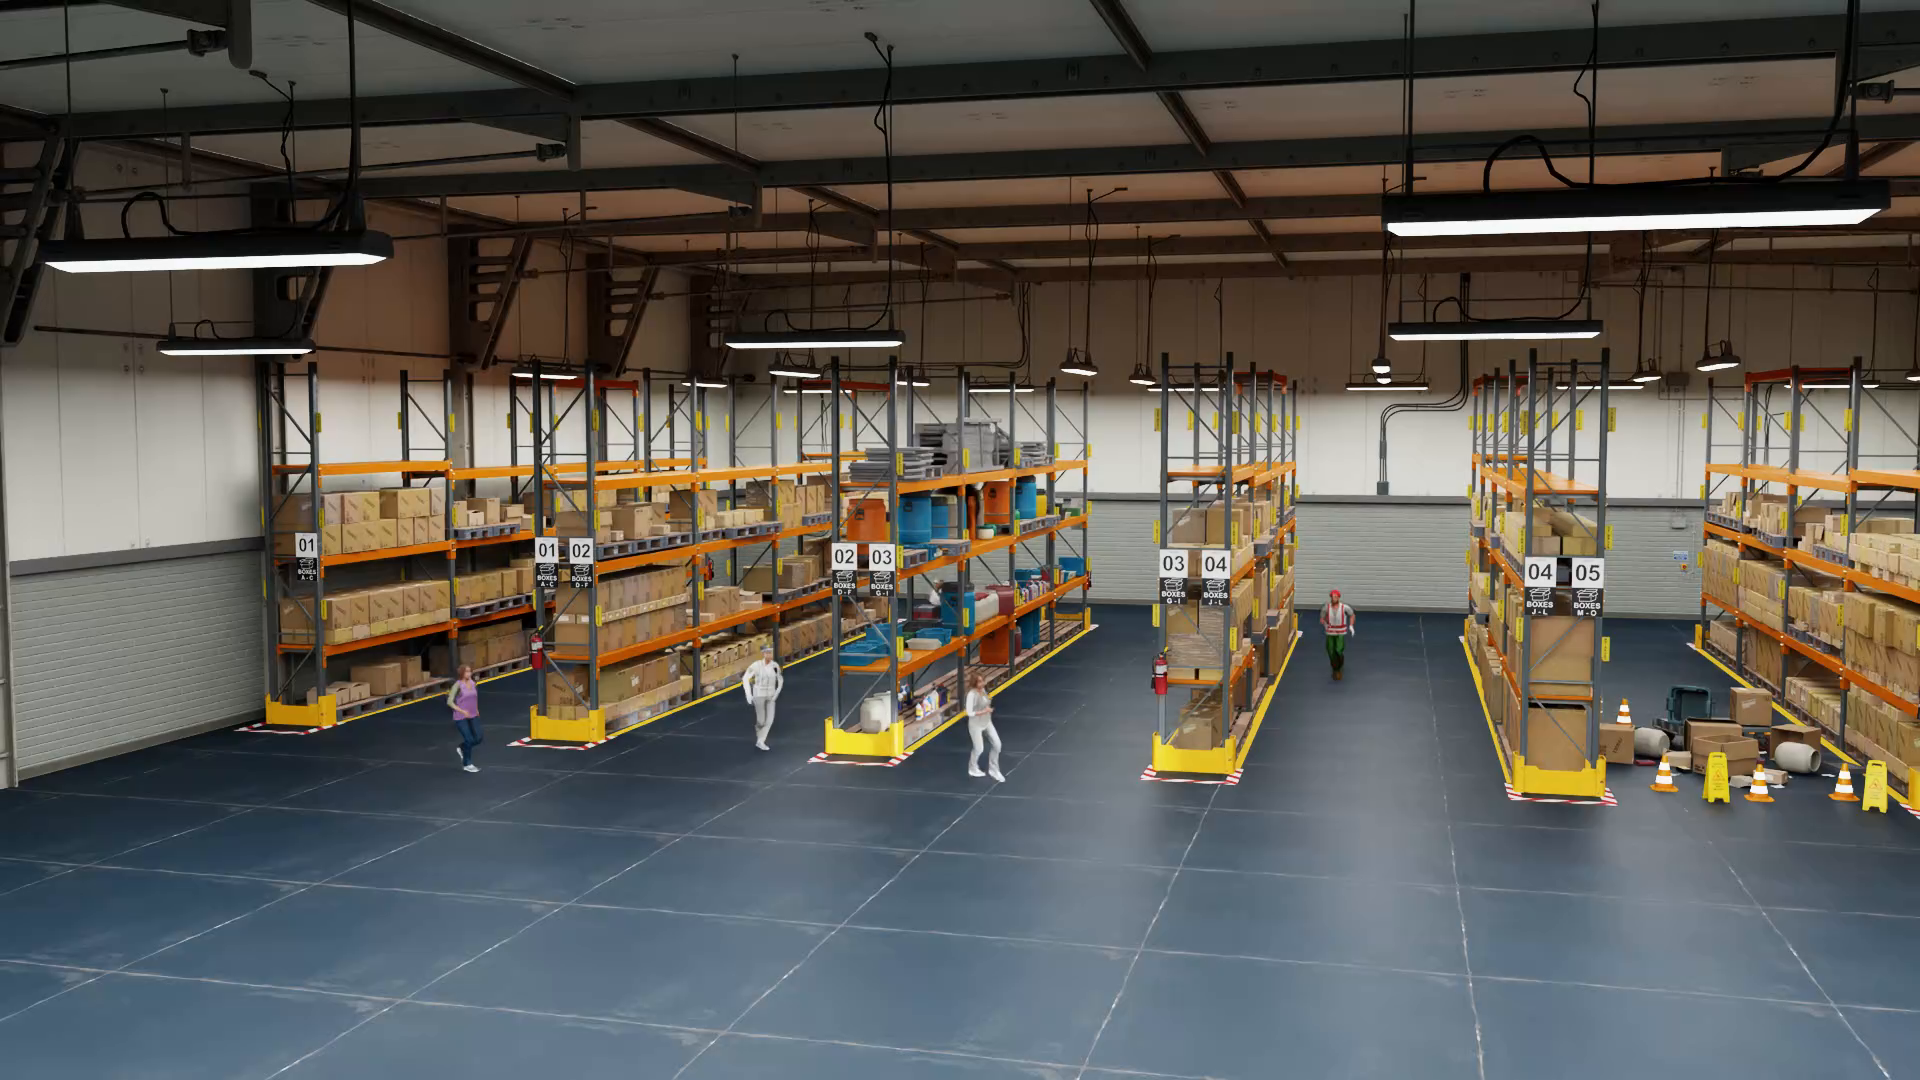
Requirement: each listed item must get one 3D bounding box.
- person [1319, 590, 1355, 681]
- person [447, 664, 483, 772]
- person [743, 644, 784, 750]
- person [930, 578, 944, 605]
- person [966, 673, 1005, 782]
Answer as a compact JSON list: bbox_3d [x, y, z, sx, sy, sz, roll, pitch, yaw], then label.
[{"bbox_3d":[7.290,1.843,32.227,0.653,1.766,0.770,2,4,22],"label":"person"},{"bbox_3d":[-7.119,2.552,23.845,0.545,1.562,0.560,3,5,33],"label":"person"},{"bbox_3d":[-3.026,2.391,25.559,0.657,1.639,0.513,-2,4,-25],"label":"person"},{"bbox_3d":[-0.394,1.647,35.756,0.582,1.717,0.777,2,5,28],"label":"person"},{"bbox_3d":[0.255,2.600,23.126,0.648,1.572,0.629,-4,6,-44],"label":"person"}]
